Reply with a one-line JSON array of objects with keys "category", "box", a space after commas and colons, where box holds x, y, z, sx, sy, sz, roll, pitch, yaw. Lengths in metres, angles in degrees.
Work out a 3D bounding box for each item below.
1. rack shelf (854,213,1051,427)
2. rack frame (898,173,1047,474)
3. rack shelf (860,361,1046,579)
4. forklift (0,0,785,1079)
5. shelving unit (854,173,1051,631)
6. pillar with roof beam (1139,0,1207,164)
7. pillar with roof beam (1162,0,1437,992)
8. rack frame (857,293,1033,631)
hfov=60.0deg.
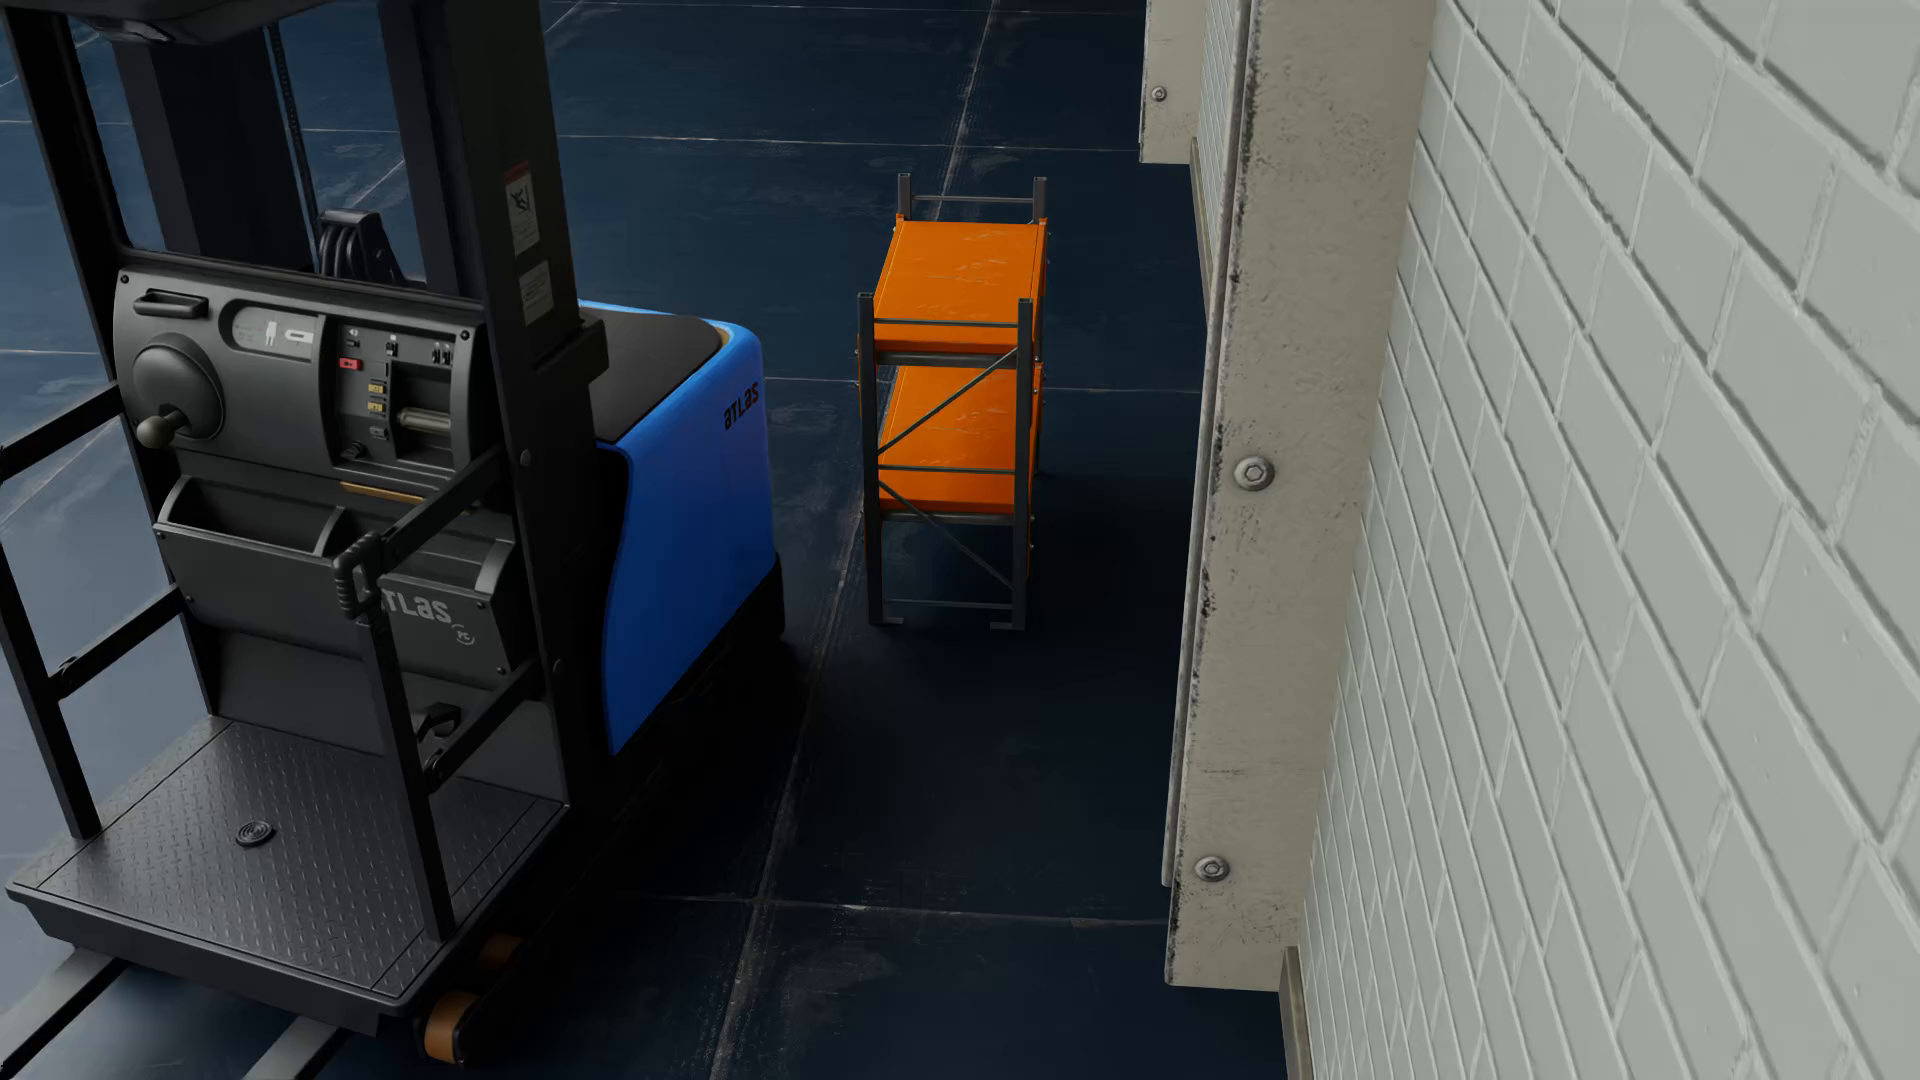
[{"category": "rack shelf", "box": [-0.001, -0.725, 5.296, 0.538, 0.278, 1.000, 2, 32, 4]}, {"category": "rack frame", "box": [0.041, -0.741, 5.880, 0.500, 1.125, 0.032, 2, 32, 4]}, {"category": "rack shelf", "box": [-0.001, -0.267, 5.577, 0.538, 0.278, 1.000, 2, 32, 4]}, {"category": "forklift", "box": [-1.517, -0.294, 3.434, 1.130, 2.935, 3.031, 11, 33, 17]}, {"category": "shelving unit", "box": [-0.001, -0.475, 5.449, 0.538, 1.125, 1.048, 2, 32, 4]}, {"category": "pillar with roof beam", "box": [-3.137, -6.177, 7.197, 9.100, 9.000, 0.400, 2, 32, 4]}, {"category": "pillar with roof beam", "box": [-3.626, -3.040, 2.106, 9.100, 9.000, 0.400, 2, 32, 4]}, {"category": "rack frame", "box": [-0.042, -0.210, 5.018, 0.500, 1.125, 0.032, 2, 32, 4]}]
